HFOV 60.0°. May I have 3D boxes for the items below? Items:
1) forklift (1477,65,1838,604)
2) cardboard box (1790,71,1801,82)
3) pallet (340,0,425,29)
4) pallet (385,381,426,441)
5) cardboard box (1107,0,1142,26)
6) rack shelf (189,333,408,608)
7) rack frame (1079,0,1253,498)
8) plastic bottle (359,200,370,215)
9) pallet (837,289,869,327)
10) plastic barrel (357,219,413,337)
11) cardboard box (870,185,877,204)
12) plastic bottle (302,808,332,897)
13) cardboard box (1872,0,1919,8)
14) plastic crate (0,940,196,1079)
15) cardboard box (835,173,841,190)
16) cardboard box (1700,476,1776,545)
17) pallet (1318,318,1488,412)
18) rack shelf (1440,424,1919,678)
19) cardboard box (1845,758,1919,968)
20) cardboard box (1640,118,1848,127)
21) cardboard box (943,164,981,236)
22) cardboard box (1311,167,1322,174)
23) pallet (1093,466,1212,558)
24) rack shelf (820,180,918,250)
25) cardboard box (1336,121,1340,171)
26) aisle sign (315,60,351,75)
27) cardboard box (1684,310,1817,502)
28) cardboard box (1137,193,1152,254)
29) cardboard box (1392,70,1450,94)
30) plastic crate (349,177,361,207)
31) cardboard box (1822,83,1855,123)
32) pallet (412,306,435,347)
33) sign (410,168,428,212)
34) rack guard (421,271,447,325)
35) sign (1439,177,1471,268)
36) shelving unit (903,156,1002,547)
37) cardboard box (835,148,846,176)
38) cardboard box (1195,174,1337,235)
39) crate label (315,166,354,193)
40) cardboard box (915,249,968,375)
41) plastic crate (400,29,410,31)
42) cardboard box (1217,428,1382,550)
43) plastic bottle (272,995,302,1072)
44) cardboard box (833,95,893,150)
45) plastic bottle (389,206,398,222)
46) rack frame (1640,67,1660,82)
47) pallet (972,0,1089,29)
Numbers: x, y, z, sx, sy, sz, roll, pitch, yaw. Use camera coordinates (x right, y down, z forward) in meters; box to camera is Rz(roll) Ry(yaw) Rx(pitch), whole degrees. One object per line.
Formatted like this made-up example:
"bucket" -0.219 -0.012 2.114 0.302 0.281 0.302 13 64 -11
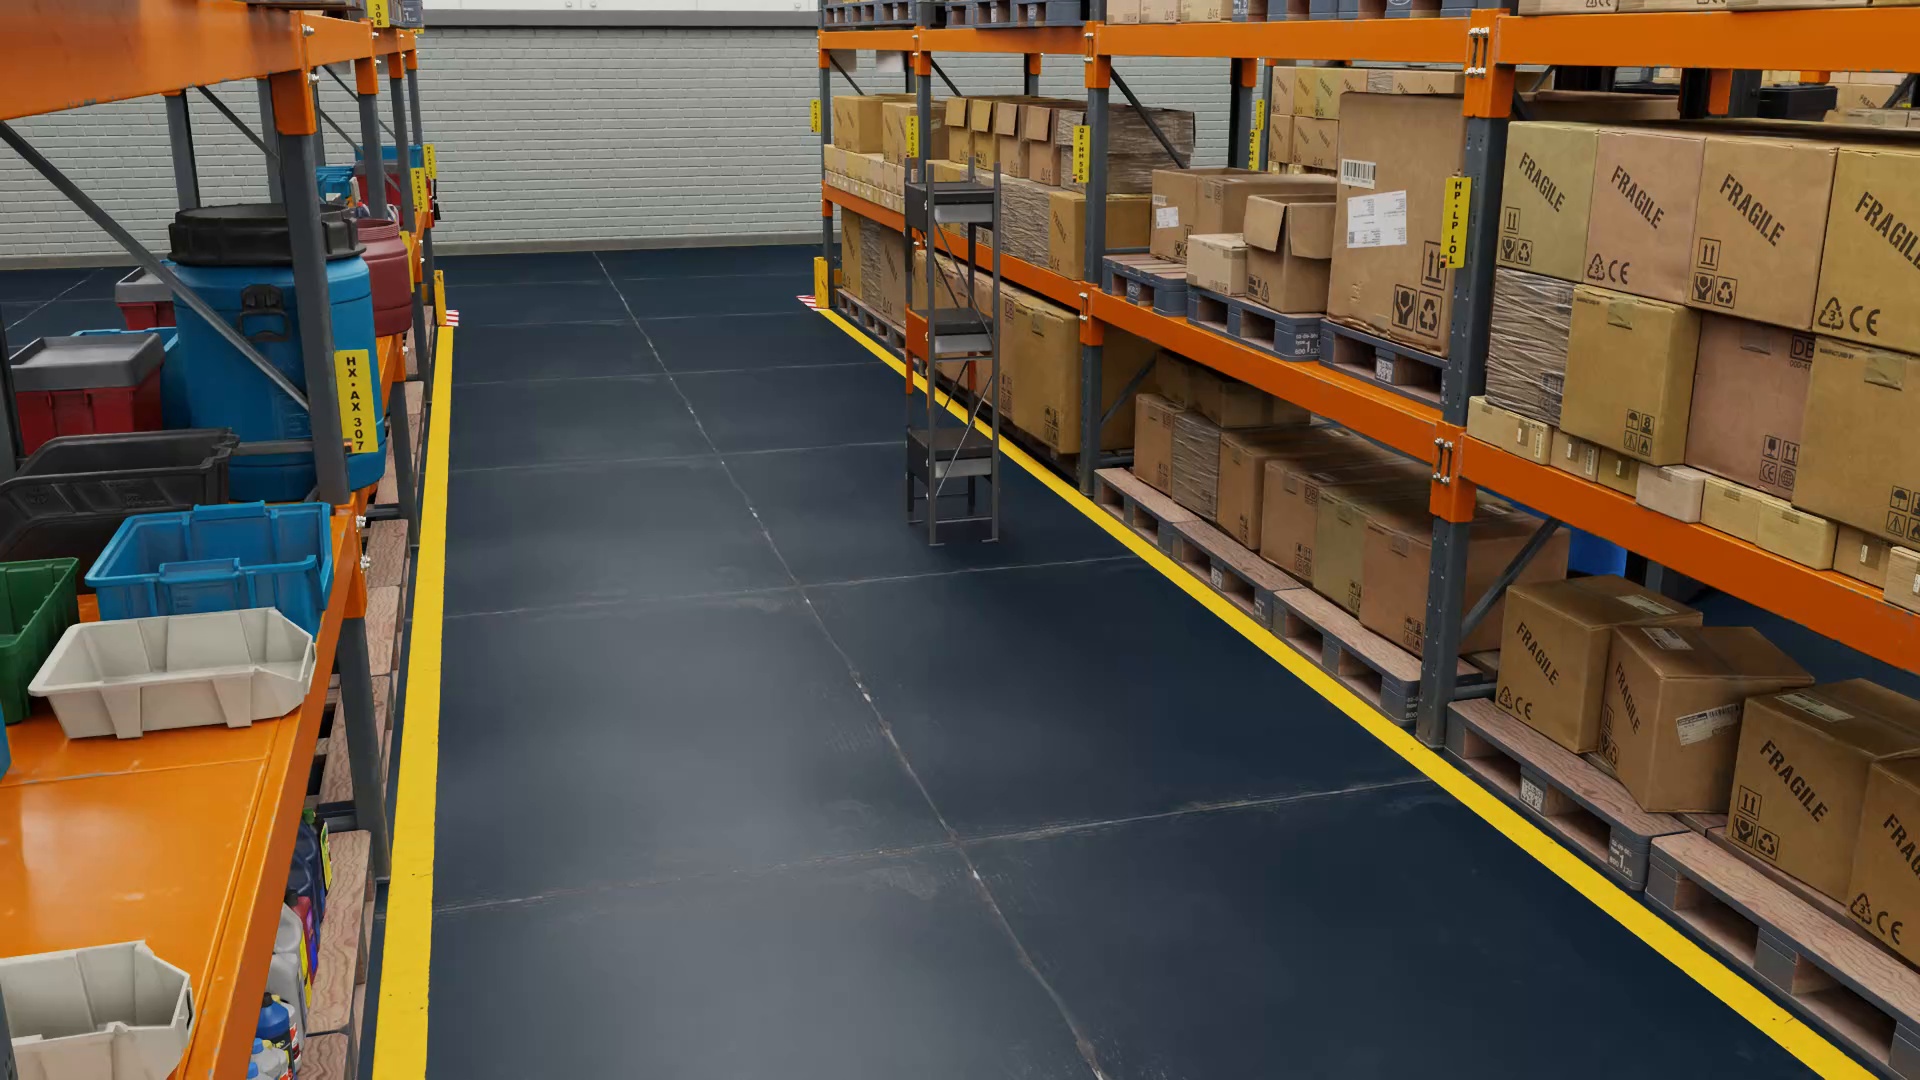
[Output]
"forklift" 3.760 -1.325 8.768 1.130 2.935 3.031 15 22 41
"cardboard box" 8.993 -4.902 17.519 0.380 0.149 0.250 -5 17 -16
"pallet" -4.307 -3.608 11.364 1.213 0.211 1.003 -5 17 -15
"pallet" -4.444 -0.919 12.144 1.003 0.211 1.213 -5 17 -15
"cardboard box" 1.130 -2.971 9.175 0.500 0.250 0.500 -4 17 -14
"rack shelf" -2.967 -0.467 7.043 1.077 0.370 4.000 -5 17 -15
"rack frame" 1.245 -1.756 10.085 1.000 3.000 0.127 -5 17 -15
"plastic bottle" -4.187 -2.208 11.674 0.144 0.351 0.185 -5 17 -15
"pallet" -0.658 -2.419 17.137 1.003 0.211 1.213 -5 17 -15
"plastic barrel" -3.098 -1.325 8.414 0.600 0.536 0.708 -5 17 -15
"cardboard box" -0.606 -3.156 15.182 0.380 0.149 0.250 -5 17 -16
"plastic bottle" -1.968 0.939 5.069 0.061 0.283 0.133 -4 17 -12
"cardboard box" 2.651 -1.441 4.080 0.500 0.250 0.500 -5 17 -16
"plastic crate" -1.255 0.701 2.361 0.298 0.136 0.250 -5 17 -15
"cardboard box" -1.030 -3.583 16.603 0.380 0.149 0.250 -5 17 -17
"cardboard box" 2.482 -0.103 5.016 0.380 0.149 0.250 -5 17 -15
"pallet" 2.275 -0.781 7.171 1.003 0.211 1.213 -5 17 -15
"rack shelf" 2.894 0.248 4.663 1.077 0.370 4.000 -5 17 -15
"cardboard box" 2.937 0.941 4.720 0.500 0.500 0.500 -3 17 -10
"cardboard box" 2.733 -1.216 5.859 0.500 0.500 0.500 -5 17 -15
"cardboard box" 0.171 -2.625 12.802 0.500 0.500 0.500 -5 17 -15
"cardboard box" 3.953 -3.891 17.628 0.380 0.149 0.250 -4 17 -13
"pallet" 1.459 -0.205 9.766 1.003 0.211 1.213 -5 17 -15
"rack shelf" -0.403 -3.071 15.714 1.077 0.370 4.000 -5 17 -15
"cardboard box" 4.141 -3.955 16.713 0.500 0.500 0.500 -5 17 -17
"aisle sign" -6.021 -4.819 15.762 0.394 0.787 0.004 -5 17 -15
"cardboard box" 2.747 -0.439 5.010 0.875 0.500 0.500 -5 17 -15
"cardboard box" 1.373 -1.960 10.590 0.500 0.500 0.500 -4 17 -14
"cardboard box" 4.406 -4.147 15.616 0.500 0.500 0.500 -5 18 -17
"plastic crate" -4.859 -2.880 13.928 0.437 0.282 0.530 -5 17 -15
"cardboard box" 9.148 -4.423 17.050 0.500 0.500 0.500 -5 17 -16
"pallet" -5.526 -2.011 15.780 1.003 0.211 1.213 -5 17 -15
"sign" -4.087 -2.647 12.568 0.100 0.325 0.005 -5 17 -15
"rack guard" -5.734 -2.386 16.526 1.175 0.500 0.348 -5 17 -15
"sign" 1.812 -1.160 6.086 0.100 0.325 0.005 -5 17 -15
"shelving unit" -0.045 -1.051 9.302 0.431 2.100 0.503 -5 17 -15
"cardboard box" -0.932 -3.742 16.441 0.500 0.250 0.500 -5 17 -16
"cardboard box" 1.682 -1.713 9.036 0.700 0.500 0.500 -2 17 -7
"crate label" -5.964 -3.432 15.850 0.416 0.233 0.303 -5 17 -15
"cardboard box" 0.341 -1.871 13.430 1.225 0.875 0.875 -5 17 -15
"plastic crate" -5.170 -4.662 14.914 0.450 0.188 0.336 -5 17 -15
"cardboard box" 1.776 -0.277 8.742 0.700 0.500 0.500 -3 17 -11
"plastic bottle" -1.722 1.245 4.194 0.097 0.201 0.097 0 17 0
"cardboard box" -0.943 -4.107 16.349 0.500 0.500 0.500 -5 17 -17
"plastic bottle" -4.090 -2.271 12.003 0.061 0.283 0.133 -5 17 -15
"rack frame" 8.575 -4.753 20.060 1.000 3.000 0.127 -5 17 -15
"pallet" 0.707 -3.585 11.289 1.003 0.211 1.213 -4 17 -13
